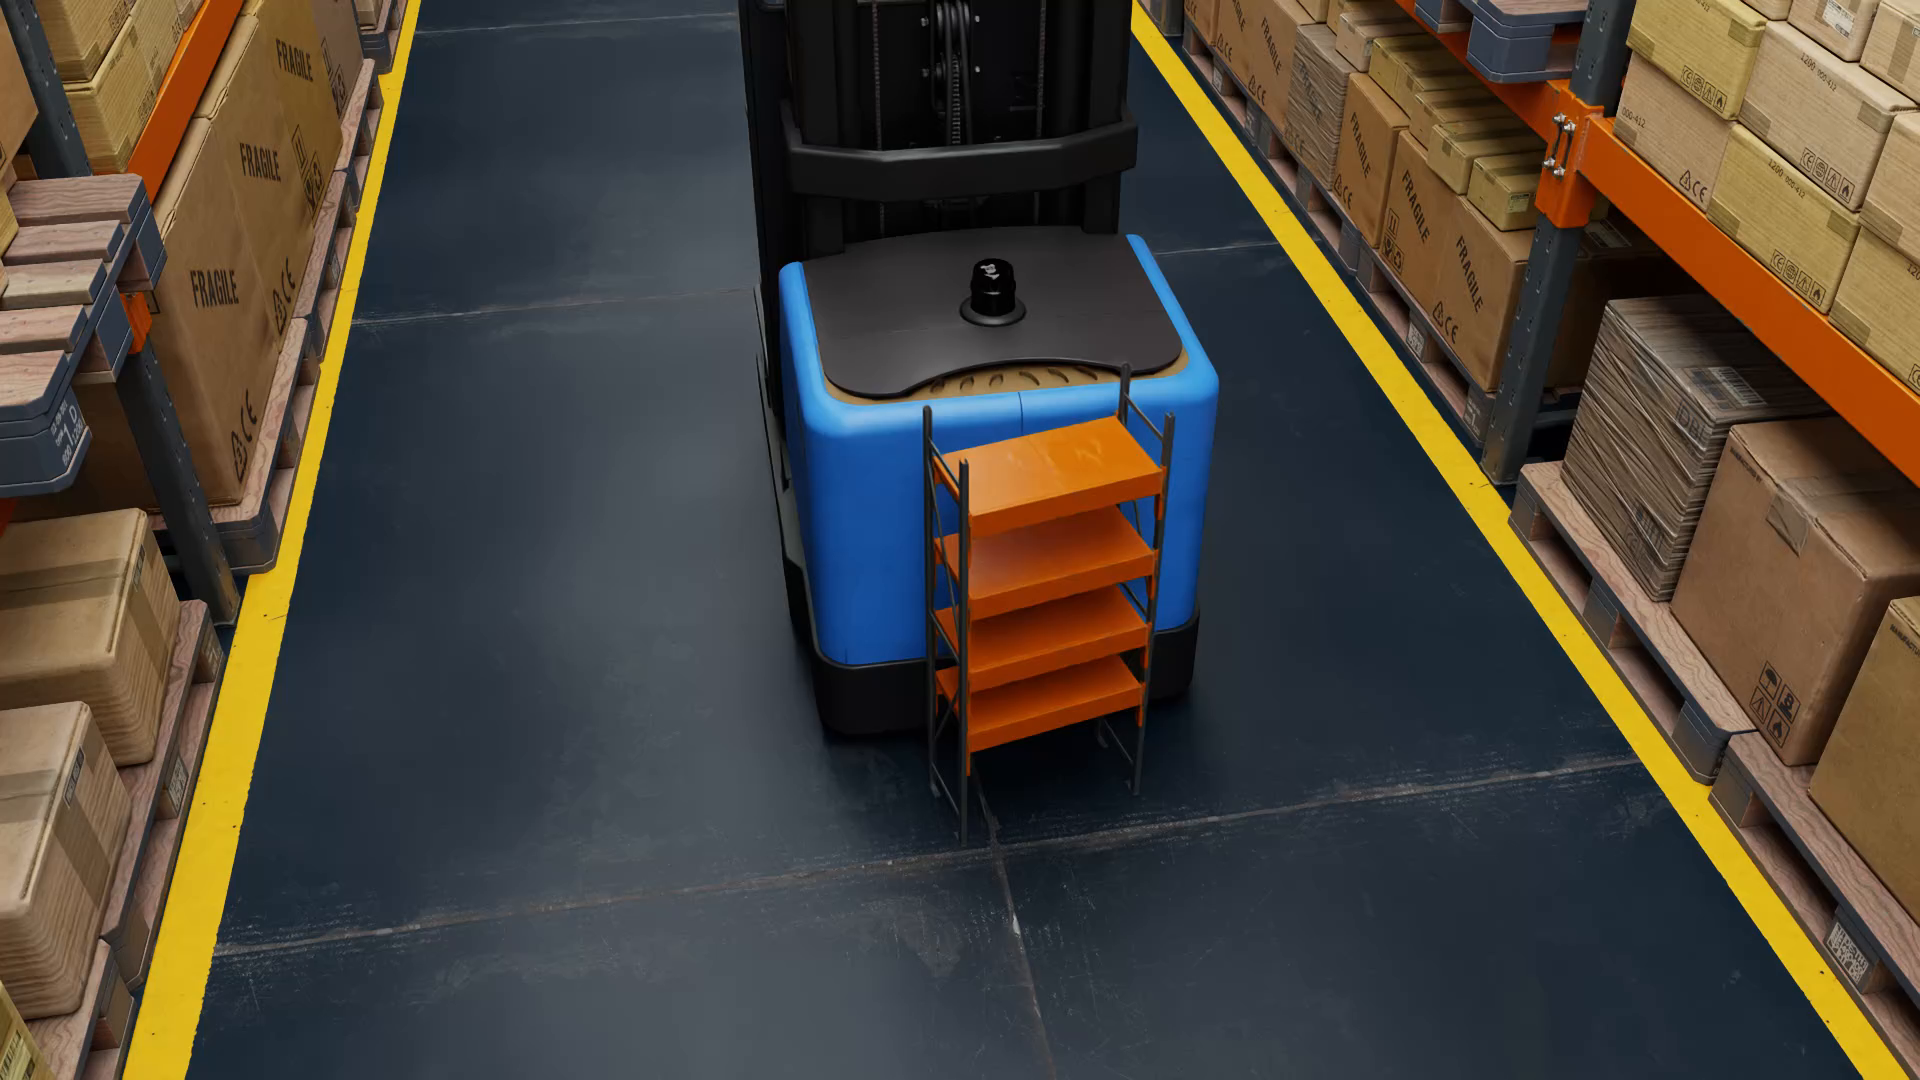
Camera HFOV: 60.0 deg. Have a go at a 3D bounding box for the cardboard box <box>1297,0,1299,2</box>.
[{"bbox_3d":[1.588,-2.420,7.086,0.380,0.149,0.250,-6,38,-8],"label":"cardboard box"}]

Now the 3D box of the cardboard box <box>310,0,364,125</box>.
[{"bbox_3d":[-3.161,-2.287,7.138,0.875,0.875,0.875,-5,38,-7],"label":"cardboard box"}]

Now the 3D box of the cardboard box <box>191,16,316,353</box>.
[{"bbox_3d":[-2.839,-1.202,5.742,0.875,0.875,0.875,-6,38,-7],"label":"cardboard box"}]

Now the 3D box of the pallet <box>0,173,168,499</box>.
[{"bbox_3d":[-2.417,-0.415,3.496,1.213,0.211,1.003,-6,38,-8],"label":"pallet"}]

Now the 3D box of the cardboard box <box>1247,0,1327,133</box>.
[{"bbox_3d":[1.587,-2.102,7.206,0.500,0.500,0.500,-7,38,-9],"label":"cardboard box"}]

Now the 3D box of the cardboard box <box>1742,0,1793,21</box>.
[{"bbox_3d":[2.053,-1.356,3.941,0.380,0.149,0.250,-5,38,-7],"label":"cardboard box"}]

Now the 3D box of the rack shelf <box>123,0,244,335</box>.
[{"bbox_3d":[-2.998,-1.834,5.752,1.077,0.370,4.000,-6,38,-8],"label":"rack shelf"}]

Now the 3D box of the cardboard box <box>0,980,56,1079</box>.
[{"bbox_3d":[-2.293,1.208,3.050,0.950,0.372,0.625,-5,38,-6],"label":"cardboard box"}]

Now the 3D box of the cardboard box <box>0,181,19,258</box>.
[{"bbox_3d":[-2.240,-0.650,3.504,0.380,0.149,0.250,-6,38,-7],"label":"cardboard box"}]

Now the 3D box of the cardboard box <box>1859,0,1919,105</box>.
[{"bbox_3d":[2.182,-1.047,3.543,0.380,0.149,0.250,-6,38,-7],"label":"cardboard box"}]

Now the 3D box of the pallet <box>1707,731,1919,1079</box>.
[{"bbox_3d":[2.556,0.892,3.930,1.003,0.211,1.213,-6,38,-8],"label":"pallet"}]

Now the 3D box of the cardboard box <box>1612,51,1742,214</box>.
[{"bbox_3d":[2.076,-1.092,4.333,0.500,0.250,0.500,-6,38,-8],"label":"cardboard box"}]

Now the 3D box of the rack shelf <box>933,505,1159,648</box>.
[{"bbox_3d":[0.194,0.065,3.933,0.480,0.148,0.258,-14,40,-17],"label":"rack shelf"}]

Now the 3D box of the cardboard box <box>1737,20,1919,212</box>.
[{"bbox_3d":[2.163,-0.987,3.791,0.500,0.250,0.500,-5,38,-7],"label":"cardboard box"}]

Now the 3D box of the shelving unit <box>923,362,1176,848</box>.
[{"bbox_3d":[0.194,0.188,4.029,0.503,1.200,0.258,-14,40,-17],"label":"shelving unit"}]

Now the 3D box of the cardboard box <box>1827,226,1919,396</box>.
[{"bbox_3d":[2.257,-0.478,3.542,0.500,0.250,0.500,-7,38,-9],"label":"cardboard box"}]

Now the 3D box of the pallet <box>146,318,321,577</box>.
[{"bbox_3d":[-2.711,-0.293,5.455,1.003,0.211,1.213,-6,38,-8],"label":"pallet"}]

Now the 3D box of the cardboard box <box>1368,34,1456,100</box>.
[{"bbox_3d":[1.776,-1.792,6.278,0.380,0.149,0.250,-7,38,-9],"label":"cardboard box"}]

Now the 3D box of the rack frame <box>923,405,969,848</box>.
[{"bbox_3d":[-0.032,0.243,3.958,0.015,1.200,0.240,-14,40,-17],"label":"rack frame"}]

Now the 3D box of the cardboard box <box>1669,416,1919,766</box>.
[{"bbox_3d":[2.457,0.098,4.272,0.875,0.625,0.625,-5,38,-6],"label":"cardboard box"}]

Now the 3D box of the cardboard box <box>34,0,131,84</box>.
[{"bbox_3d":[-2.493,-1.381,4.297,0.500,0.250,0.500,-6,38,-8],"label":"cardboard box"}]

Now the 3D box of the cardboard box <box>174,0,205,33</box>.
[{"bbox_3d":[-2.679,-1.799,5.243,0.500,0.250,0.500,-5,38,-6],"label":"cardboard box"}]

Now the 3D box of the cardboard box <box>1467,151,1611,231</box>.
[{"bbox_3d":[1.903,-1.152,5.454,0.380,0.149,0.250,-8,39,-10],"label":"cardboard box"}]

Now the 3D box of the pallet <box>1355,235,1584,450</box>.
[{"bbox_3d":[2.146,-0.800,6.107,1.003,0.211,1.213,-6,38,-8],"label":"pallet"}]

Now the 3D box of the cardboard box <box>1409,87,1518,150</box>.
[{"bbox_3d":[1.822,-1.477,5.873,0.380,0.149,0.250,-7,38,-9],"label":"cardboard box"}]

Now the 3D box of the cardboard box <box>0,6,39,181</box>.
[{"bbox_3d":[-2.294,-0.988,3.410,0.500,0.500,0.500,-7,38,-9],"label":"cardboard box"}]

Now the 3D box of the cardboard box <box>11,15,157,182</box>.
[{"bbox_3d":[-2.485,-1.173,4.437,0.500,0.250,0.500,-7,38,-9],"label":"cardboard box"}]

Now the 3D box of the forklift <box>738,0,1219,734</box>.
[{"bbox_3d":[-0.107,-1.538,4.841,1.130,2.935,3.031,-6,38,-8],"label":"forklift"}]

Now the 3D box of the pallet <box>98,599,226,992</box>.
[{"bbox_3d":[-2.511,0.664,4.224,1.003,0.211,1.213,-6,38,-8],"label":"pallet"}]

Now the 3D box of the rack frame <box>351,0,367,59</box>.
[{"bbox_3d":[-3.348,-3.326,7.086,1.000,3.000,0.127,-6,38,-8],"label":"rack frame"}]

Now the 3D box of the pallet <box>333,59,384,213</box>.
[{"bbox_3d":[-3.139,-1.767,7.352,1.003,0.211,1.213,-6,38,-8],"label":"pallet"}]

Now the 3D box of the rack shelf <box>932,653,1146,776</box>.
[{"bbox_3d":[0.194,0.397,4.193,0.480,0.148,0.258,-14,40,-17],"label":"rack shelf"}]

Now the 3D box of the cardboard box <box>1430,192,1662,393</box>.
[{"bbox_3d":[1.953,-0.857,5.603,0.500,0.500,0.500,-5,38,-7],"label":"cardboard box"}]

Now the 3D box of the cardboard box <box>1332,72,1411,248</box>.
[{"bbox_3d":[1.782,-1.476,6.400,0.500,0.500,0.500,-5,38,-6],"label":"cardboard box"}]

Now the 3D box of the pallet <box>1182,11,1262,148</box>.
[{"bbox_3d":[1.718,-2.273,8.004,1.003,0.211,1.213,-6,38,-8],"label":"pallet"}]

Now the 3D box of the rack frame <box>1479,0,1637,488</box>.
[{"bbox_3d":[2.239,-1.446,4.666,1.000,3.000,0.127,-6,38,-8],"label":"rack frame"}]

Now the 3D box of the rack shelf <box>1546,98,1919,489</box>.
[{"bbox_3d":[2.590,0.046,3.332,1.077,0.370,4.000,-6,38,-8],"label":"rack shelf"}]

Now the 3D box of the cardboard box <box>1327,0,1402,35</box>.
[{"bbox_3d":[1.705,-2.110,6.687,0.380,0.149,0.250,-6,38,-8],"label":"cardboard box"}]

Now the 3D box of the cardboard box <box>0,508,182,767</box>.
[{"bbox_3d":[-2.558,0.304,4.213,0.950,0.372,0.625,-9,39,-11],"label":"cardboard box"}]

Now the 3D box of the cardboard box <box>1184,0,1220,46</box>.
[{"bbox_3d":[1.401,-2.724,8.007,0.500,0.500,0.500,-5,38,-6],"label":"cardboard box"}]
